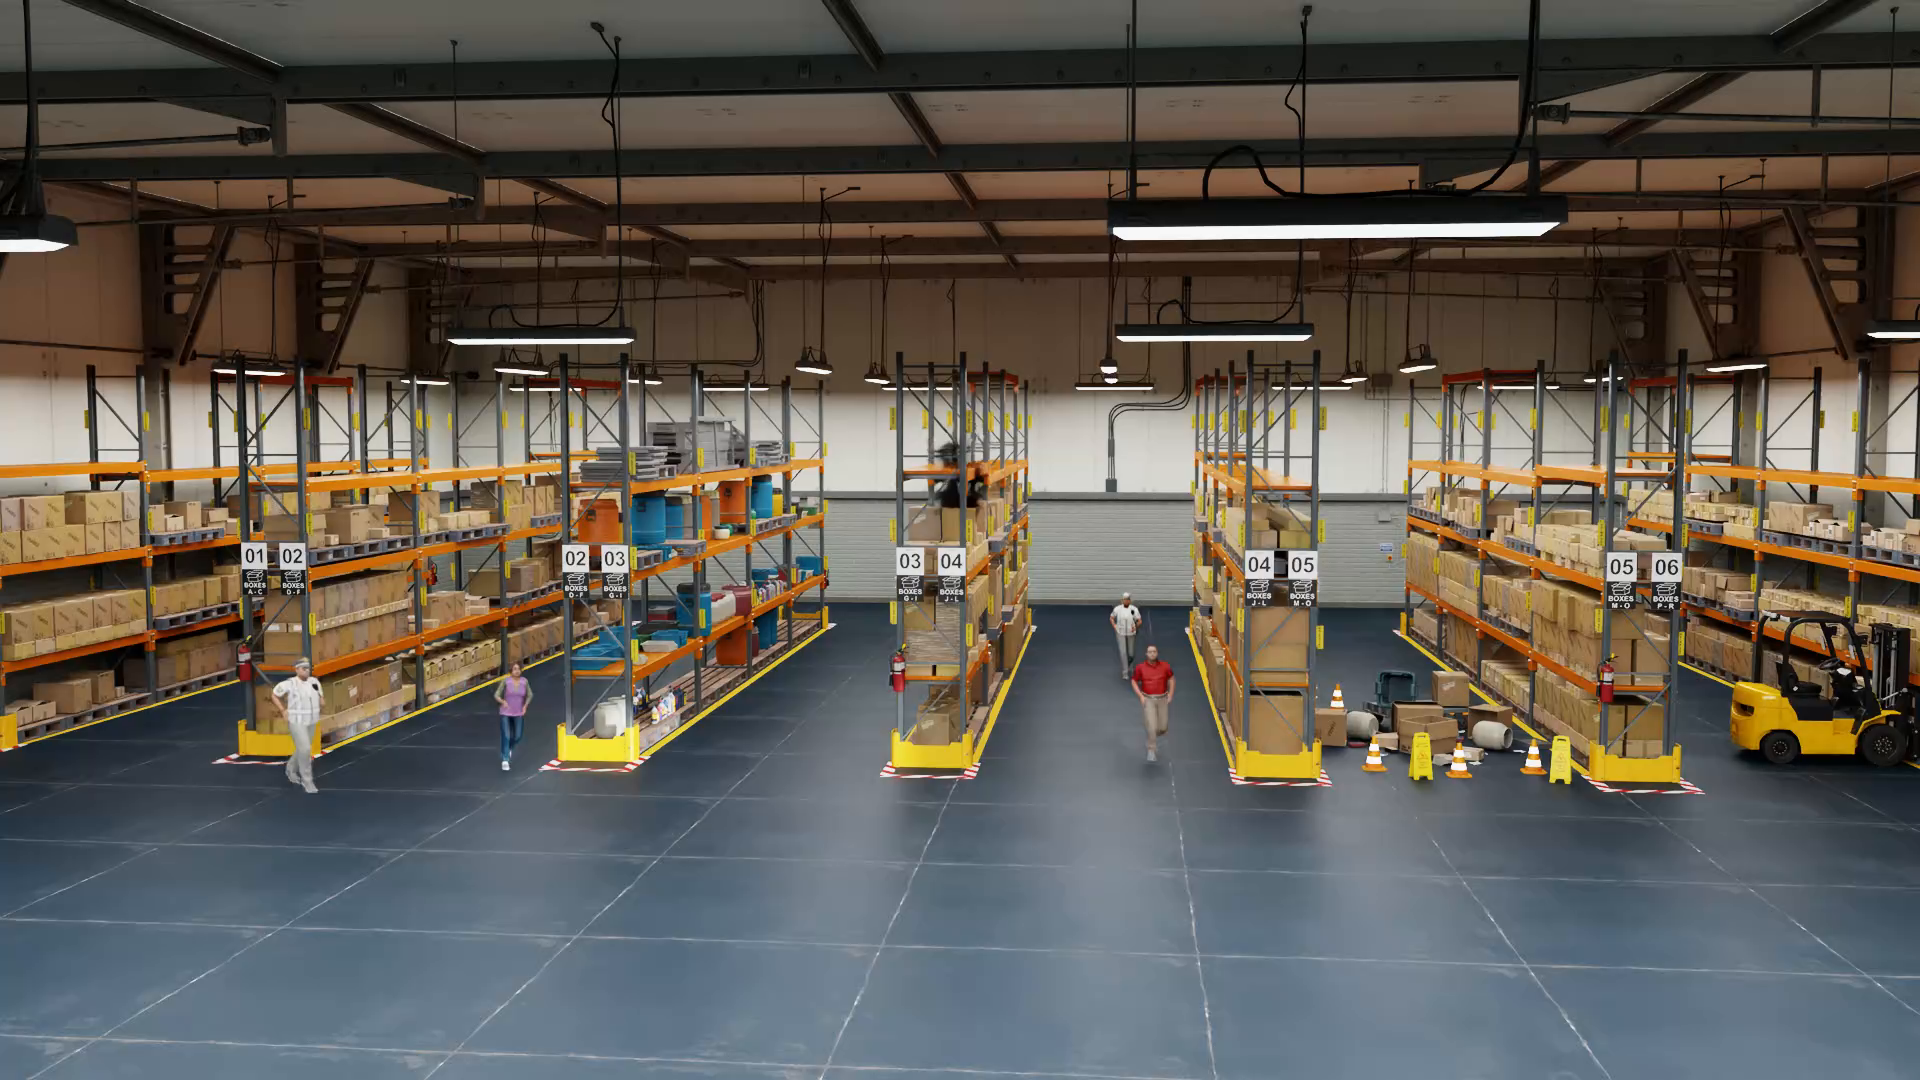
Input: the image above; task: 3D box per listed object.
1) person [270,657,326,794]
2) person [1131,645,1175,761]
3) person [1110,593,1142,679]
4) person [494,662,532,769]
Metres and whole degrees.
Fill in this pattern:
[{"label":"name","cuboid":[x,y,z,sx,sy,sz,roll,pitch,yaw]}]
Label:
[{"label":"person","cuboid":[-8.970,2.510,22.670,0.850,1.844,0.647,2,5,30]},{"label":"person","cuboid":[2.878,2.409,24.763,0.661,1.697,0.564,0,4,-3]},{"label":"person","cuboid":[3.253,1.866,32.621,0.621,1.655,0.716,0,4,2]},{"label":"person","cuboid":[-6.439,2.532,24.019,0.557,1.551,0.570,-2,4,-22]}]
